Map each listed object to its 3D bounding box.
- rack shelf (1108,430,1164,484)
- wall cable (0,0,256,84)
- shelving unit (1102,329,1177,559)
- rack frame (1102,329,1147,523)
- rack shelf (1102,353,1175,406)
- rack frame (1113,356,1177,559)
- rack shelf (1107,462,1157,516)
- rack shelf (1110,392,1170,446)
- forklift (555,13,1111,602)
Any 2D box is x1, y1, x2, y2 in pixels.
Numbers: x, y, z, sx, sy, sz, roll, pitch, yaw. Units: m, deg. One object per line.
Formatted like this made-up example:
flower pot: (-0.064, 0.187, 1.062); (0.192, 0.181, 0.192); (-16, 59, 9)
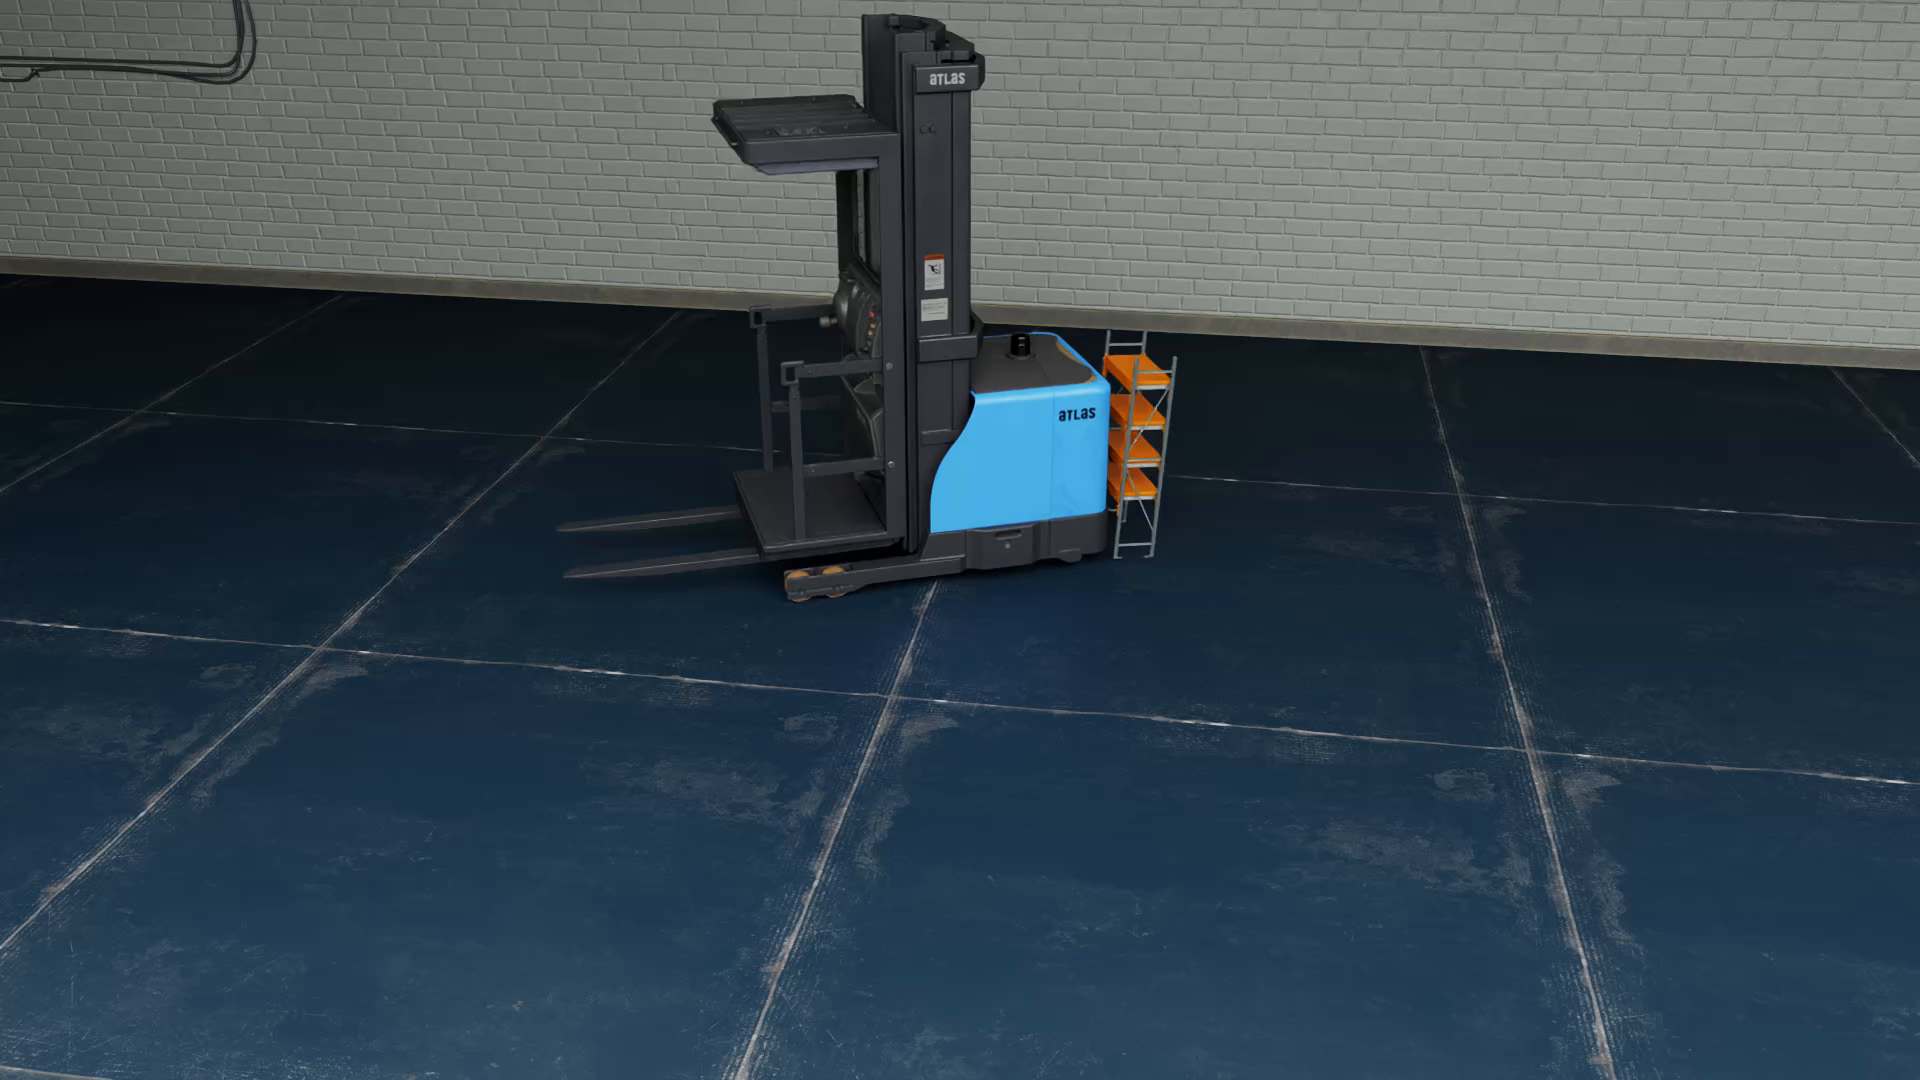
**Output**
rack shelf: (0.966, -0.485, 9.512); (0.258, 0.148, 0.480); (-2, 25, -14)
wall cable: (-7.254, -4.945, 13.362); (3.097, 2.526, 0.112); (4, 25, 9)
shelving unit: (0.970, -0.547, 9.484); (0.258, 1.200, 0.503); (-2, 25, -14)
rack frame: (0.913, -0.647, 9.699); (0.240, 1.200, 0.015); (-2, 25, -14)
rack shelf: (0.994, -0.904, 9.323); (0.258, 0.148, 0.480); (-2, 25, -14)
rack frame: (1.028, -0.446, 9.269); (0.240, 1.200, 0.015); (-2, 25, -14)
rack shelf: (0.954, -0.305, 9.593); (0.258, 0.148, 0.480); (-2, 25, -14)
rack shelf: (0.980, -0.689, 9.420); (0.258, 0.148, 0.480); (-2, 25, -14)
forklift: (-0.735, -1.239, 8.940); (3.031, 2.935, 1.130); (-7, 26, -14)
